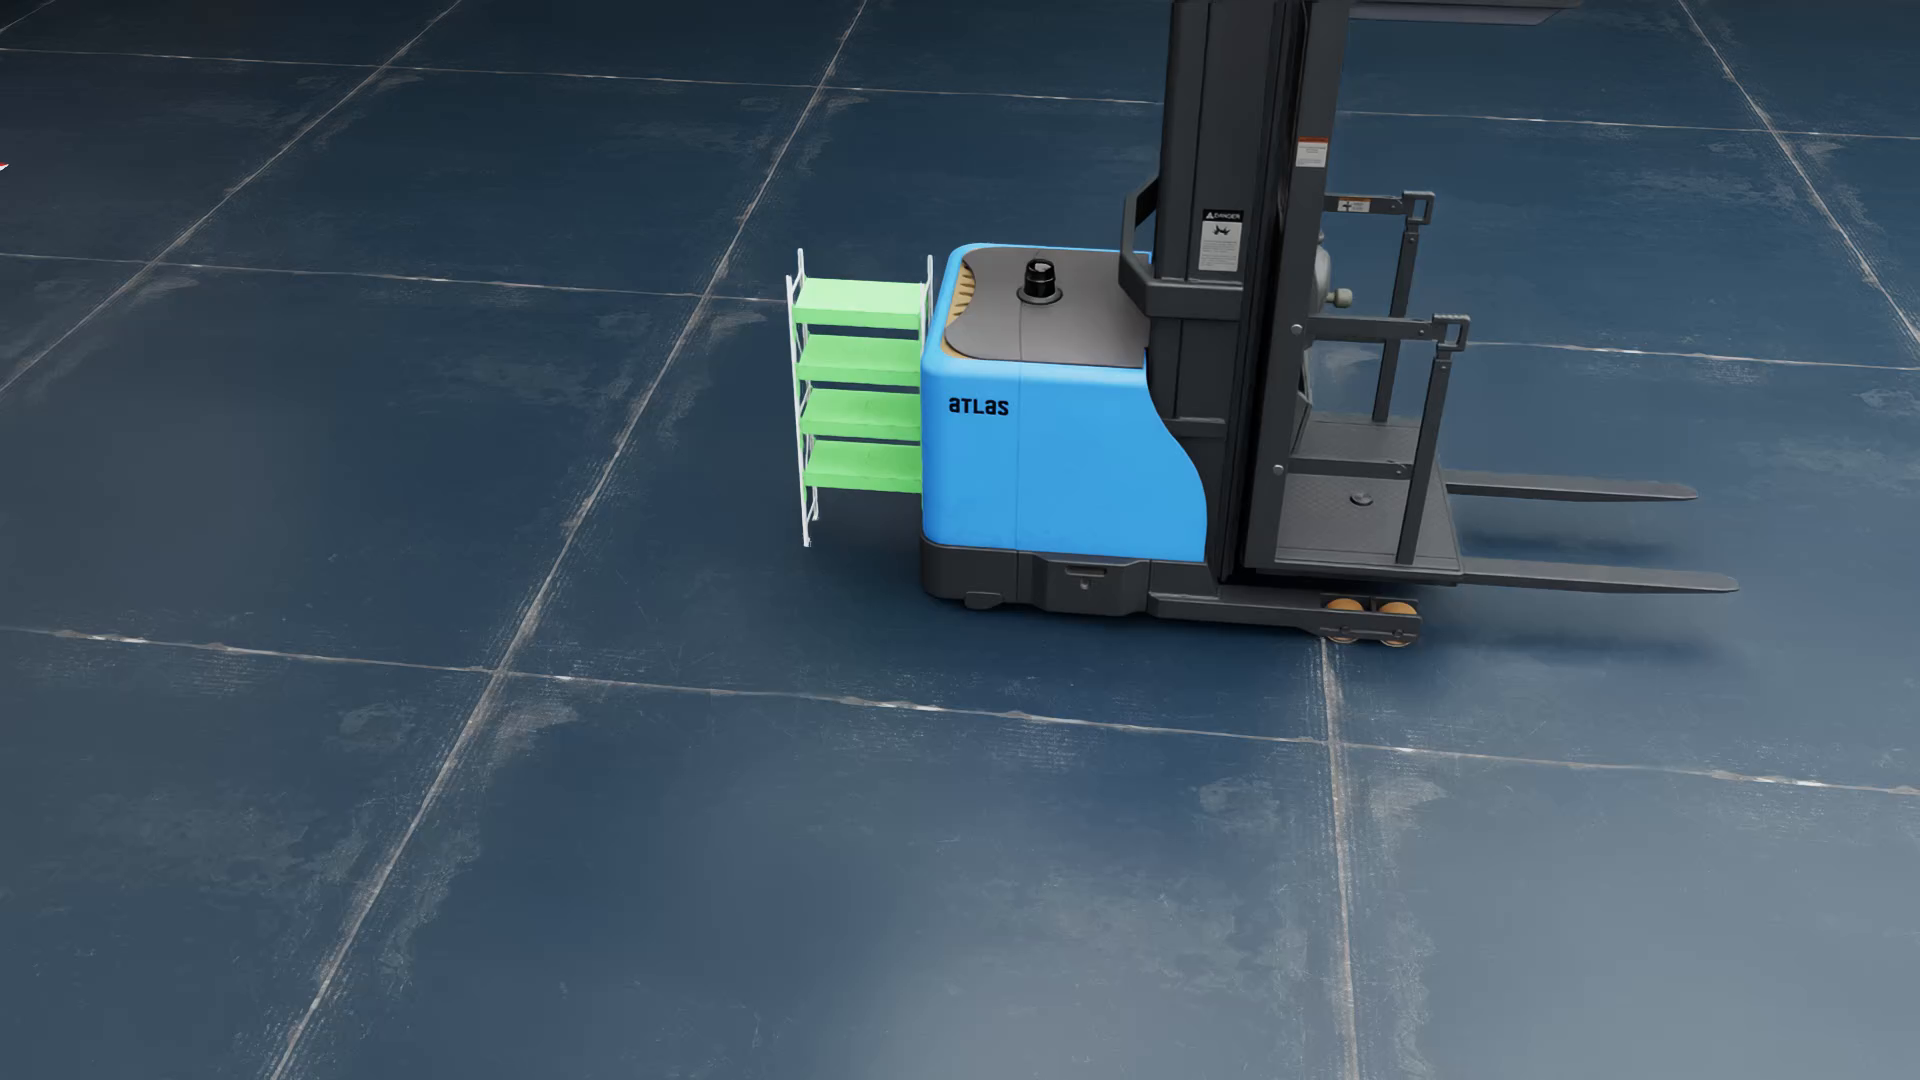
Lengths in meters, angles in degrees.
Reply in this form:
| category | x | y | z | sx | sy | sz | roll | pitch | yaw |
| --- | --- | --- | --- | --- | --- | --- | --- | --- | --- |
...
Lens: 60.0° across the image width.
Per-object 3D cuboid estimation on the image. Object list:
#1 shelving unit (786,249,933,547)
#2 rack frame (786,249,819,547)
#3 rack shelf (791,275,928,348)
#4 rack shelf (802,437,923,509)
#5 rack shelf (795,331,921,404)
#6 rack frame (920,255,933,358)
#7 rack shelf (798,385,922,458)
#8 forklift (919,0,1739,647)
| category | x | y | z | sx | sy | sz | roll | pitch | yaw |
| --- | --- | --- | --- | --- | --- | --- | --- | --- | --- |
| shelving unit | -0.366 | -0.515 | 6.438 | 0.503 | 1.200 | 0.258 | 4 | 36 | 5 |
| rack frame | -0.608 | -0.531 | 6.461 | 0.015 | 1.200 | 0.240 | 4 | 36 | 5 |
| rack shelf | -0.366 | -0.853 | 6.196 | 0.480 | 0.148 | 0.258 | 4 | 36 | 5 |
| rack shelf | -0.366 | -0.267 | 6.615 | 0.480 | 0.148 | 0.258 | 4 | 36 | 5 |
| rack shelf | -0.366 | -0.658 | 6.336 | 0.480 | 0.148 | 0.258 | 4 | 36 | 5 |
| rack frame | -0.123 | -0.498 | 6.416 | 0.015 | 1.200 | 0.240 | 4 | 36 | 5 |
| rack shelf | -0.366 | -0.463 | 6.475 | 0.480 | 0.148 | 0.258 | 4 | 36 | 5 |
| forklift | 1.401 | -1.123 | 5.801 | 3.031 | 2.935 | 1.130 | 4 | 36 | 5 |
